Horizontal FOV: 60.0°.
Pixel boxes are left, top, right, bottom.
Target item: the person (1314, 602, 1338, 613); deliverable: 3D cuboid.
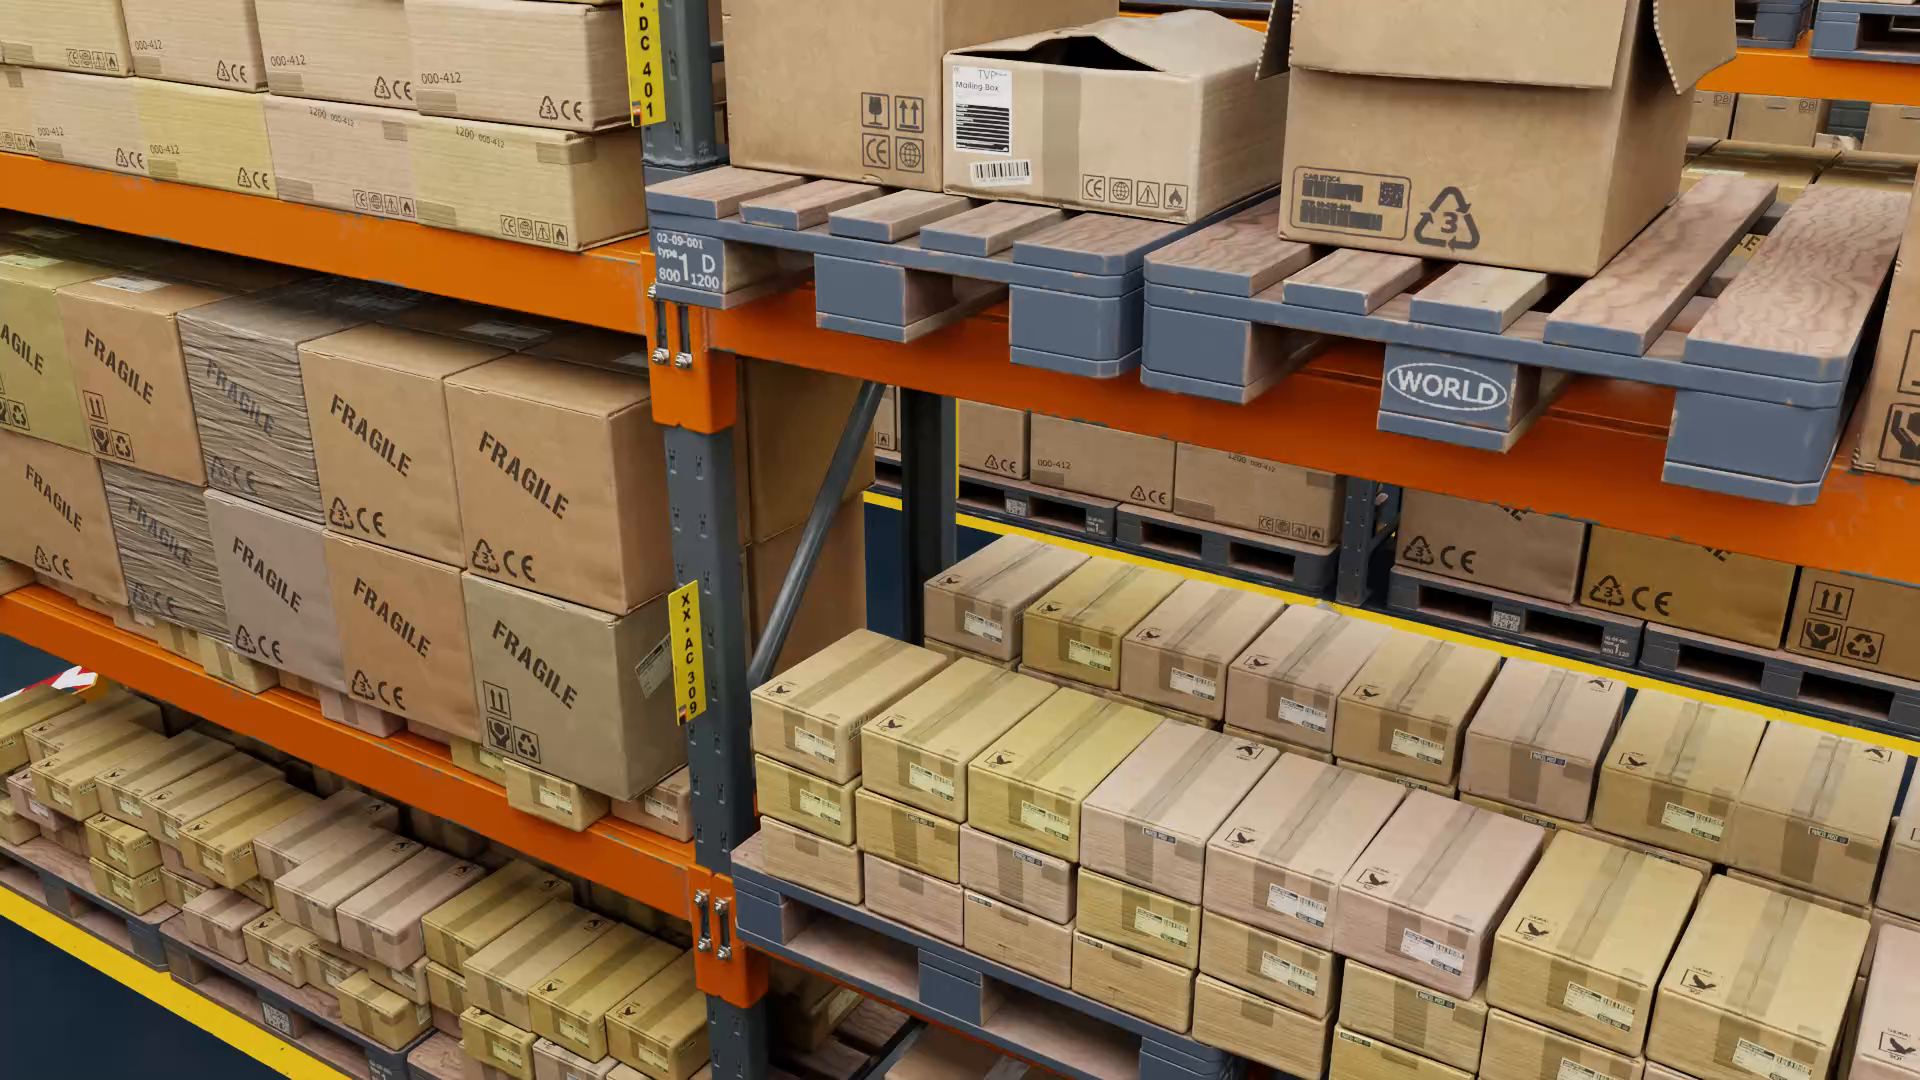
[{"bbox_3d":[1.156,0.609,6.839,0.875,0.847,0.477,14,27,29],"label":"person"}]
